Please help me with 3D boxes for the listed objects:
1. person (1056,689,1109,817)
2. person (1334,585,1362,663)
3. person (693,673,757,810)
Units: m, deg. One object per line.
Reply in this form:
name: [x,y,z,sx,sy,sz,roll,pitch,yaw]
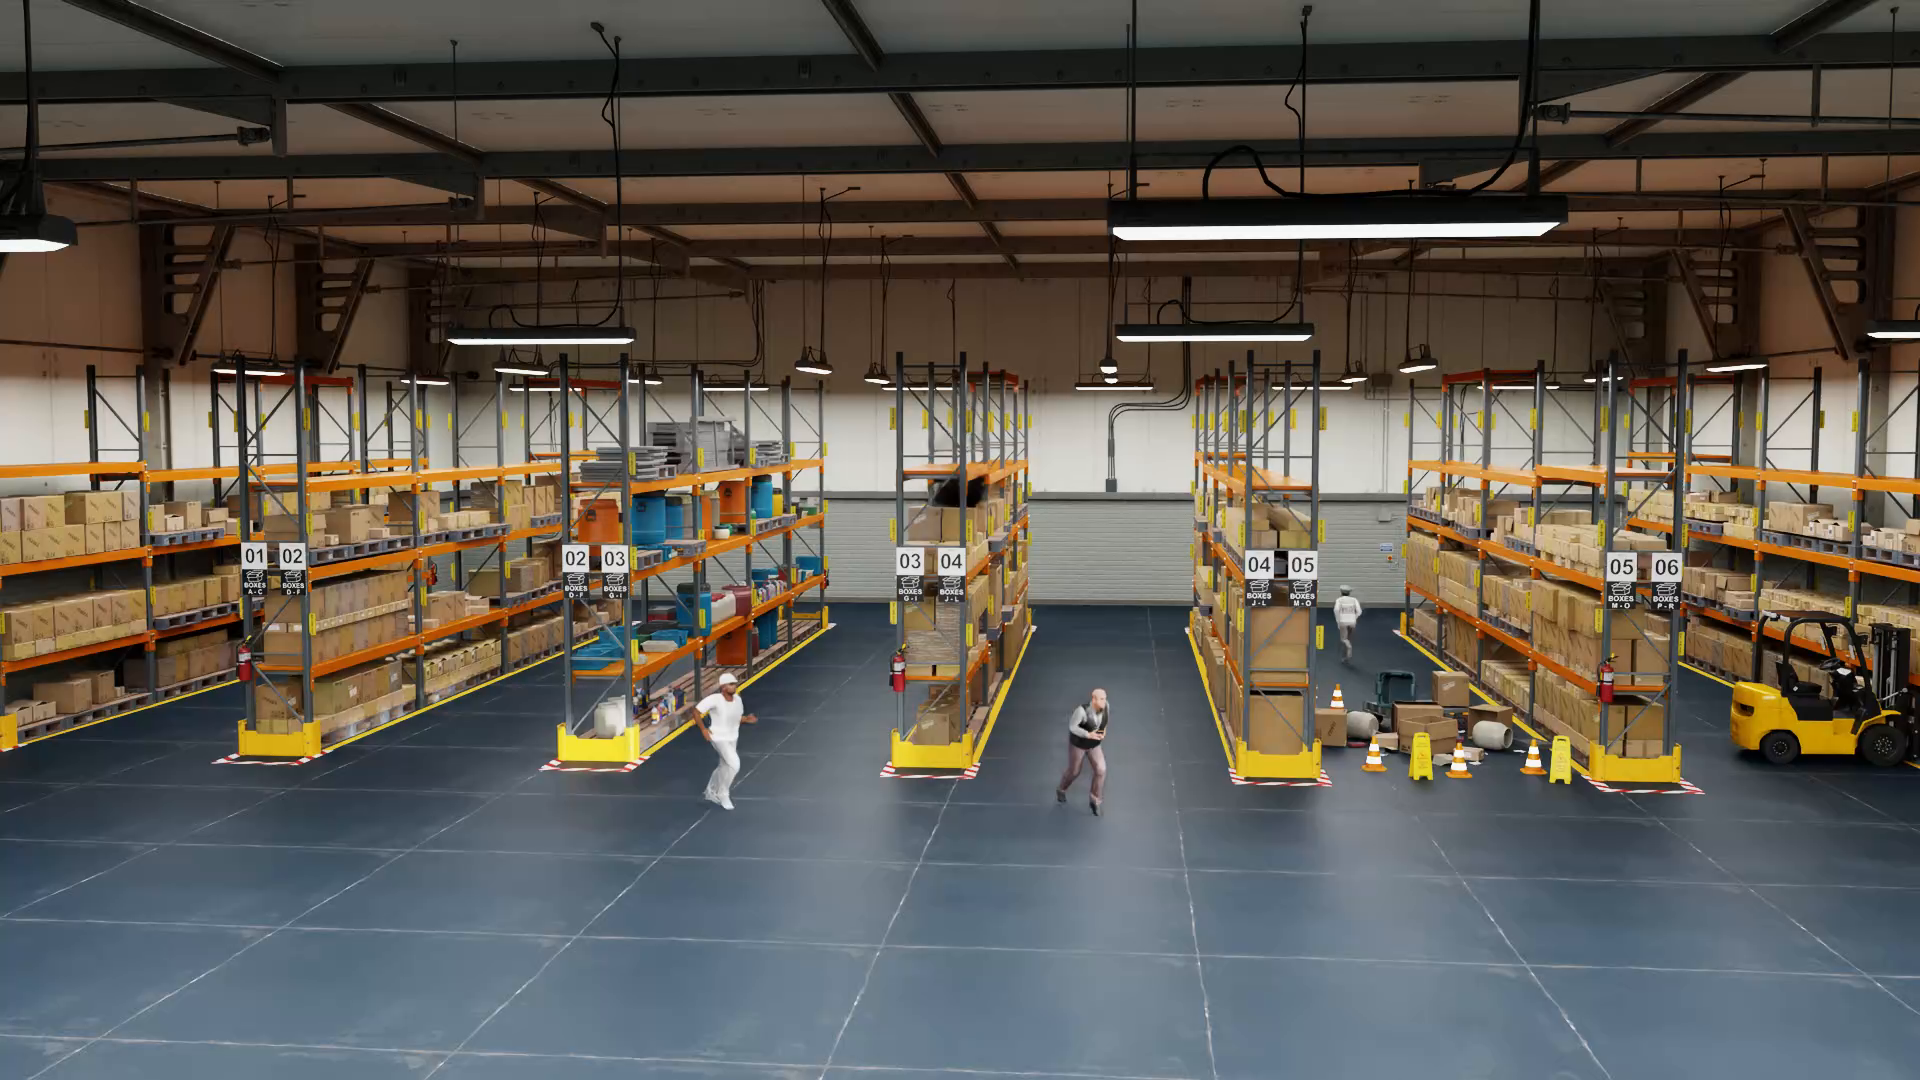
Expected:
person: [1.581,2.697,21.384,0.701,1.680,0.988,-3,5,-33]
person: [7.999,1.771,34.273,0.593,1.632,0.757,0,4,1]
person: [-3.038,2.613,21.527,0.780,1.787,0.698,3,5,33]
